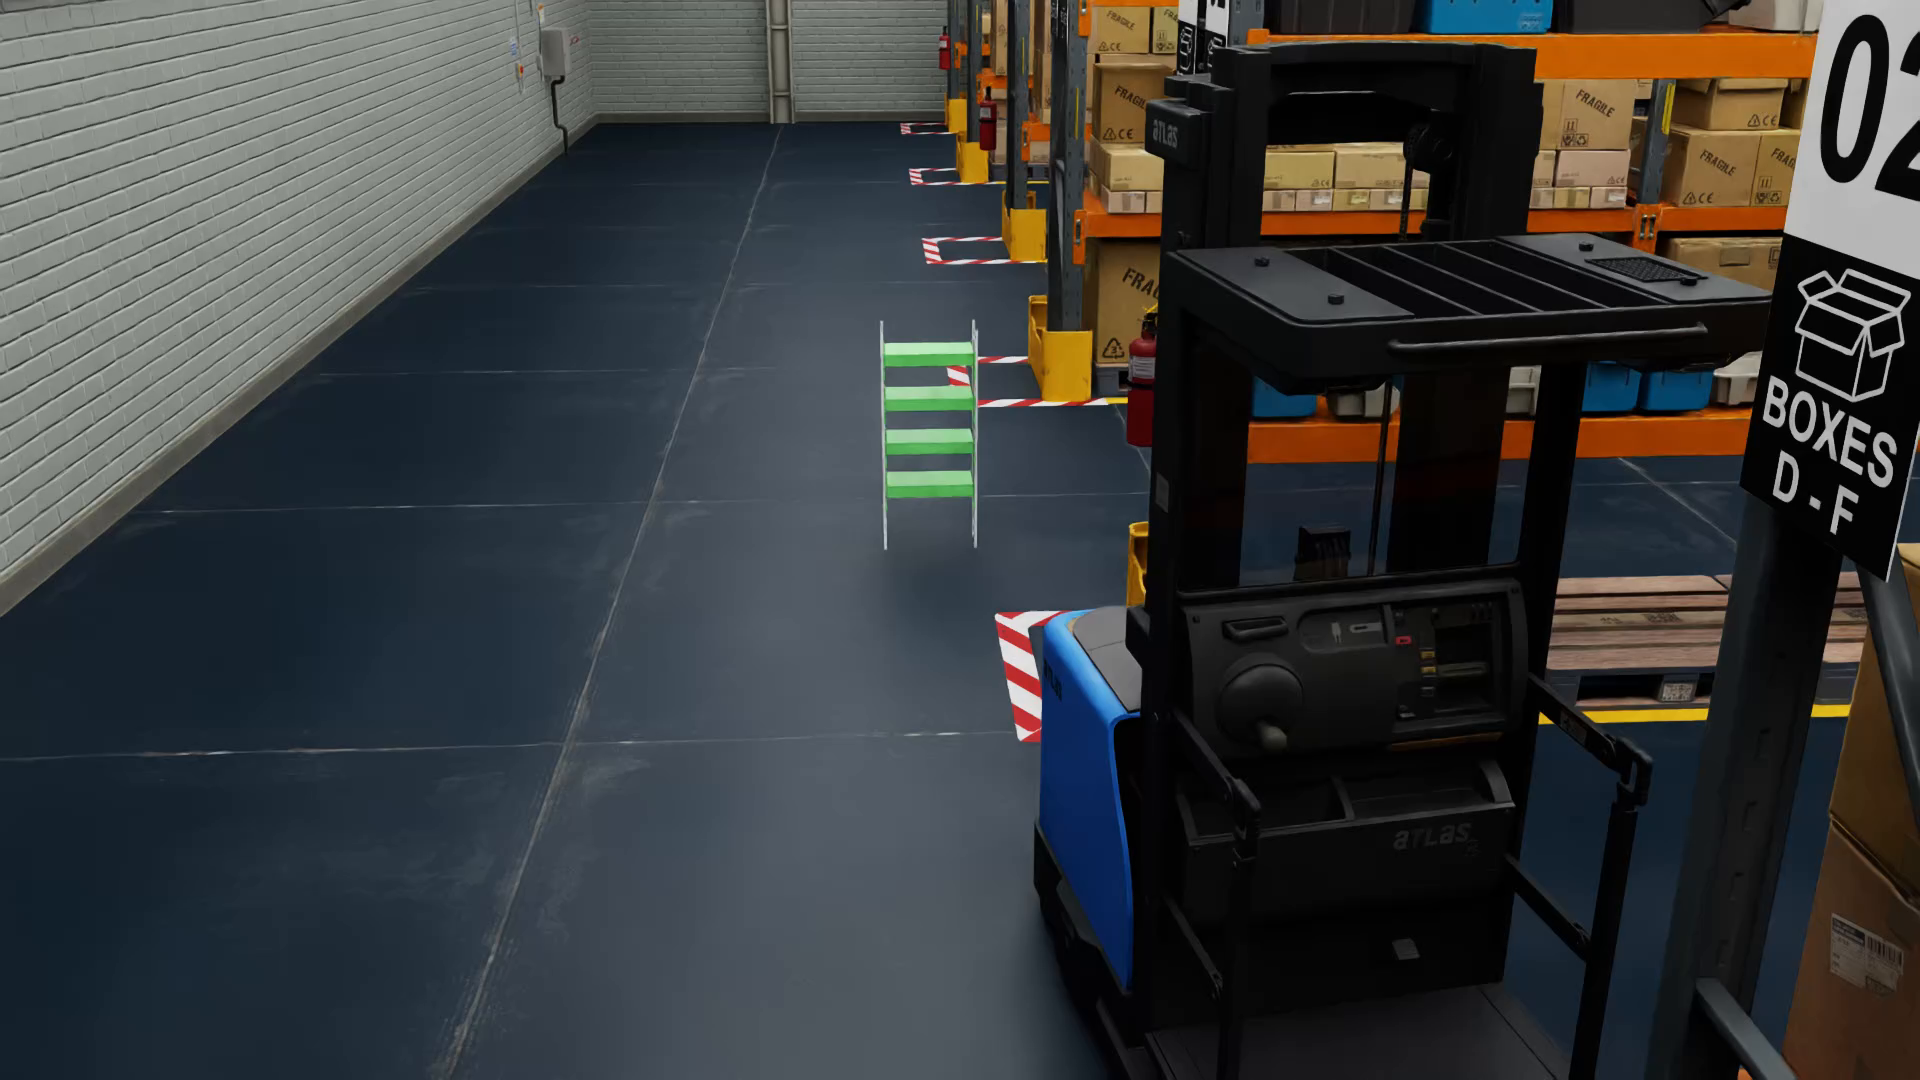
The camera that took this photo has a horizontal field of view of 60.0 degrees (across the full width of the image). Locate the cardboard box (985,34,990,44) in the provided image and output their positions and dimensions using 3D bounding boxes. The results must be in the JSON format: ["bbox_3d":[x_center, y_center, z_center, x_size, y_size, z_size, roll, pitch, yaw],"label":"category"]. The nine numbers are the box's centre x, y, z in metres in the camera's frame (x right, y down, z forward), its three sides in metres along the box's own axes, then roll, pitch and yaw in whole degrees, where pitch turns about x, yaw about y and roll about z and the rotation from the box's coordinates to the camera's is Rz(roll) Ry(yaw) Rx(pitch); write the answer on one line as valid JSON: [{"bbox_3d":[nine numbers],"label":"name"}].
[{"bbox_3d":[0.487,-7.675,25.418,0.250,0.149,0.380,-1,21,-2],"label":"cardboard box"}]

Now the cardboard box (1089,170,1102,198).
[{"bbox_3d":[1.081,-2.585,12.049,0.250,0.149,0.380,-1,21,-2],"label":"cardboard box"}]

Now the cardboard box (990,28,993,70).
[{"bbox_3d":[0.645,-6.249,21.179,0.500,0.500,0.500,-1,21,-3],"label":"cardboard box"}]

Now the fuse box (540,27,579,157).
[{"bbox_3d":[-5.424,-6.123,22.798,0.414,1.711,0.539,-1,21,-3],"label":"fuse box"}]

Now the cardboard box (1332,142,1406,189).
[{"bbox_3d":[2.780,-2.595,11.515,0.500,0.250,0.500,-2,21,-4],"label":"cardboard box"}]

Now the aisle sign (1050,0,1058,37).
[{"bbox_3d":[0.655,-3.898,11.491,0.004,0.787,0.394,-1,21,-3],"label":"aisle sign"}]

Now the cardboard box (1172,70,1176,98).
[{"bbox_3d":[1.738,-2.922,11.318,0.500,0.500,0.500,-2,21,-4],"label":"cardboard box"}]

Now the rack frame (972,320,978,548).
[{"bbox_3d":[0.078,-0.562,8.912,0.015,1.200,0.240,-1,21,-3],"label":"rack frame"}]

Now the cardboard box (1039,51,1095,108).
[{"bbox_3d":[1.026,-4.439,16.006,0.500,0.500,0.500,0,21,0],"label":"cardboard box"}]

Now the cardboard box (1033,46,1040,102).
[{"bbox_3d":[0.996,-4.629,16.504,0.500,0.500,0.500,-1,21,-2],"label":"cardboard box"}]

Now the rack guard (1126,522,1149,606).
[{"bbox_3d":[1.004,0.354,7.488,0.348,0.500,1.175,-1,21,-3],"label":"rack guard"}]

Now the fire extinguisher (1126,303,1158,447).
[{"bbox_3d":[0.851,-0.767,7.552,0.183,0.674,0.296,-1,21,-3],"label":"fire extinguisher"}]

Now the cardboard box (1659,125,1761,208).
[{"bbox_3d":[5.211,-2.627,11.665,0.500,0.500,0.500,-1,21,-3],"label":"cardboard box"}]

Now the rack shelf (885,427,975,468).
[{"bbox_3d":[-0.165,-0.498,8.921,0.480,0.148,0.258,-1,21,-3],"label":"rack shelf"}]

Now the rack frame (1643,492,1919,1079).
[{"bbox_3d":[1.306,0.941,2.434,0.127,3.000,1.000,-1,21,-3],"label":"rack frame"}]

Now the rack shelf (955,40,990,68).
[{"bbox_3d":[1.888,-7.566,25.790,4.000,0.370,1.077,-1,21,-3],"label":"rack shelf"}]

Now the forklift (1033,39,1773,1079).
[{"bbox_3d":[1.078,0.346,4.093,1.130,2.935,3.031,-5,21,-12],"label":"forklift"}]

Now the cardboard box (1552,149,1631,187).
[{"bbox_3d":[4.312,-2.626,11.596,0.500,0.250,0.500,-2,21,-4],"label":"cardboard box"}]

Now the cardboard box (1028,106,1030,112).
[{"bbox_3d":[0.934,-6.699,25.918,0.250,0.149,0.380,-2,21,-5],"label":"cardboard box"}]

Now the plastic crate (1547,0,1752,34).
[{"bbox_3d":[2.568,-2.125,6.359,0.767,0.338,0.504,-1,21,-3],"label":"plastic crate"}]

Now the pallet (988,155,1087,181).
[{"bbox_3d":[0.972,-4.840,21.536,1.213,0.211,1.003,-1,21,-3],"label":"pallet"}]

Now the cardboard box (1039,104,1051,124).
[{"bbox_3d":[0.904,-4.115,16.067,0.250,0.149,0.380,-1,21,-3],"label":"cardboard box"}]

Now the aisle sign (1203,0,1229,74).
[{"bbox_3d":[0.972,-1.927,6.313,0.004,0.787,0.394,-1,21,-3],"label":"aisle sign"}]

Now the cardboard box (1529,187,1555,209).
[{"bbox_3d":[3.939,-2.409,11.586,0.250,0.149,0.380,-2,21,-4],"label":"cardboard box"}]

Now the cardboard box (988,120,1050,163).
[{"bbox_3d":[0.832,-5.147,21.434,0.875,0.438,0.875,-2,21,-5],"label":"cardboard box"}]

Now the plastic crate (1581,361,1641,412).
[{"bbox_3d":[2.607,-0.684,6.852,0.300,0.233,0.416,-1,21,-3],"label":"plastic crate"}]

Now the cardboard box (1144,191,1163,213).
[{"bbox_3d":[1.374,-2.357,11.448,0.250,0.149,0.380,-1,21,-4],"label":"cardboard box"}]

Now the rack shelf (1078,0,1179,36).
[{"bbox_3d":[2.741,-3.685,11.379,4.000,0.370,1.077,-1,21,-3],"label":"rack shelf"}]

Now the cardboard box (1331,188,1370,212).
[{"bbox_3d":[2.653,-2.383,11.517,0.250,0.149,0.380,-2,21,-4],"label":"cardboard box"}]

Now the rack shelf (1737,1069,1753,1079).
[{"bbox_3d":[3.303,1.236,2.669,4.000,0.370,1.077,-1,21,-3],"label":"rack shelf"}]

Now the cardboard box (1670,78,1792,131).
[{"bbox_3d":[5.375,-3.191,11.737,0.637,0.503,0.797,-2,21,-4],"label":"cardboard box"}]

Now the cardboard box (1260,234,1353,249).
[{"bbox_3d":[2.287,-1.842,12.138,0.875,0.875,0.875,-1,21,-3],"label":"cardboard box"}]

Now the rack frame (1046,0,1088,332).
[{"bbox_3d":[0.744,-2.578,11.678,0.127,3.000,1.000,-1,21,-3],"label":"rack frame"}]

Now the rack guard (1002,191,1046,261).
[{"bbox_3d":[0.638,-3.176,16.760,0.348,0.500,1.175,-1,21,-3],"label":"rack guard"}]

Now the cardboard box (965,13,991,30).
[{"bbox_3d":[0.336,-8.034,25.801,0.500,0.250,0.500,-1,21,-1],"label":"cardboard box"}]

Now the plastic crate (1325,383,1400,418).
[{"bbox_3d":[1.617,-0.589,6.738,0.298,0.136,0.250,-1,21,-3],"label":"plastic crate"}]

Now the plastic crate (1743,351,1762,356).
[{"bbox_3d":[3.486,-0.907,7.371,0.530,0.282,0.437,-1,21,-3],"label":"plastic crate"}]

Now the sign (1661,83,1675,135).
[{"bbox_3d":[4.771,-2.904,11.205,0.005,0.325,0.100,-1,21,-3],"label":"sign"}]

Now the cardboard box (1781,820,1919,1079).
[{"bbox_3d":[1.738,0.788,2.695,0.500,0.500,0.500,-1,21,-1],"label":"cardboard box"}]

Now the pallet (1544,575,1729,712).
[{"bbox_3d":[3.068,0.458,7.623,1.213,0.211,1.003,-1,21,-3],"label":"pallet"}]

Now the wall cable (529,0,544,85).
[{"bbox_3d":[-5.542,-6.954,21.743,0.122,1.984,0.588,-1,21,-3],"label":"wall cable"}]

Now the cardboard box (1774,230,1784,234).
[{"bbox_3d":[6.268,-1.902,12.296,0.875,0.875,1.225,-2,21,-5],"label":"cardboard box"}]

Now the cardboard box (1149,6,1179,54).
[{"bbox_3d":[2.050,-4.925,15.878,0.500,0.500,0.500,-2,21,-4],"label":"cardboard box"}]

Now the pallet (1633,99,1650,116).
[{"bbox_3d":[6.575,-4.360,16.628,1.213,0.211,1.003,-1,21,-3],"label":"pallet"}]

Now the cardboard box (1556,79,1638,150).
[{"bbox_3d":[4.294,-2.975,11.457,0.500,0.500,0.500,-1,21,-1],"label":"cardboard box"}]

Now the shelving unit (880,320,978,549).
[{"bbox_3d":[-0.165,-0.557,8.899,0.503,1.200,0.258,-1,21,-3],"label":"shelving unit"}]
